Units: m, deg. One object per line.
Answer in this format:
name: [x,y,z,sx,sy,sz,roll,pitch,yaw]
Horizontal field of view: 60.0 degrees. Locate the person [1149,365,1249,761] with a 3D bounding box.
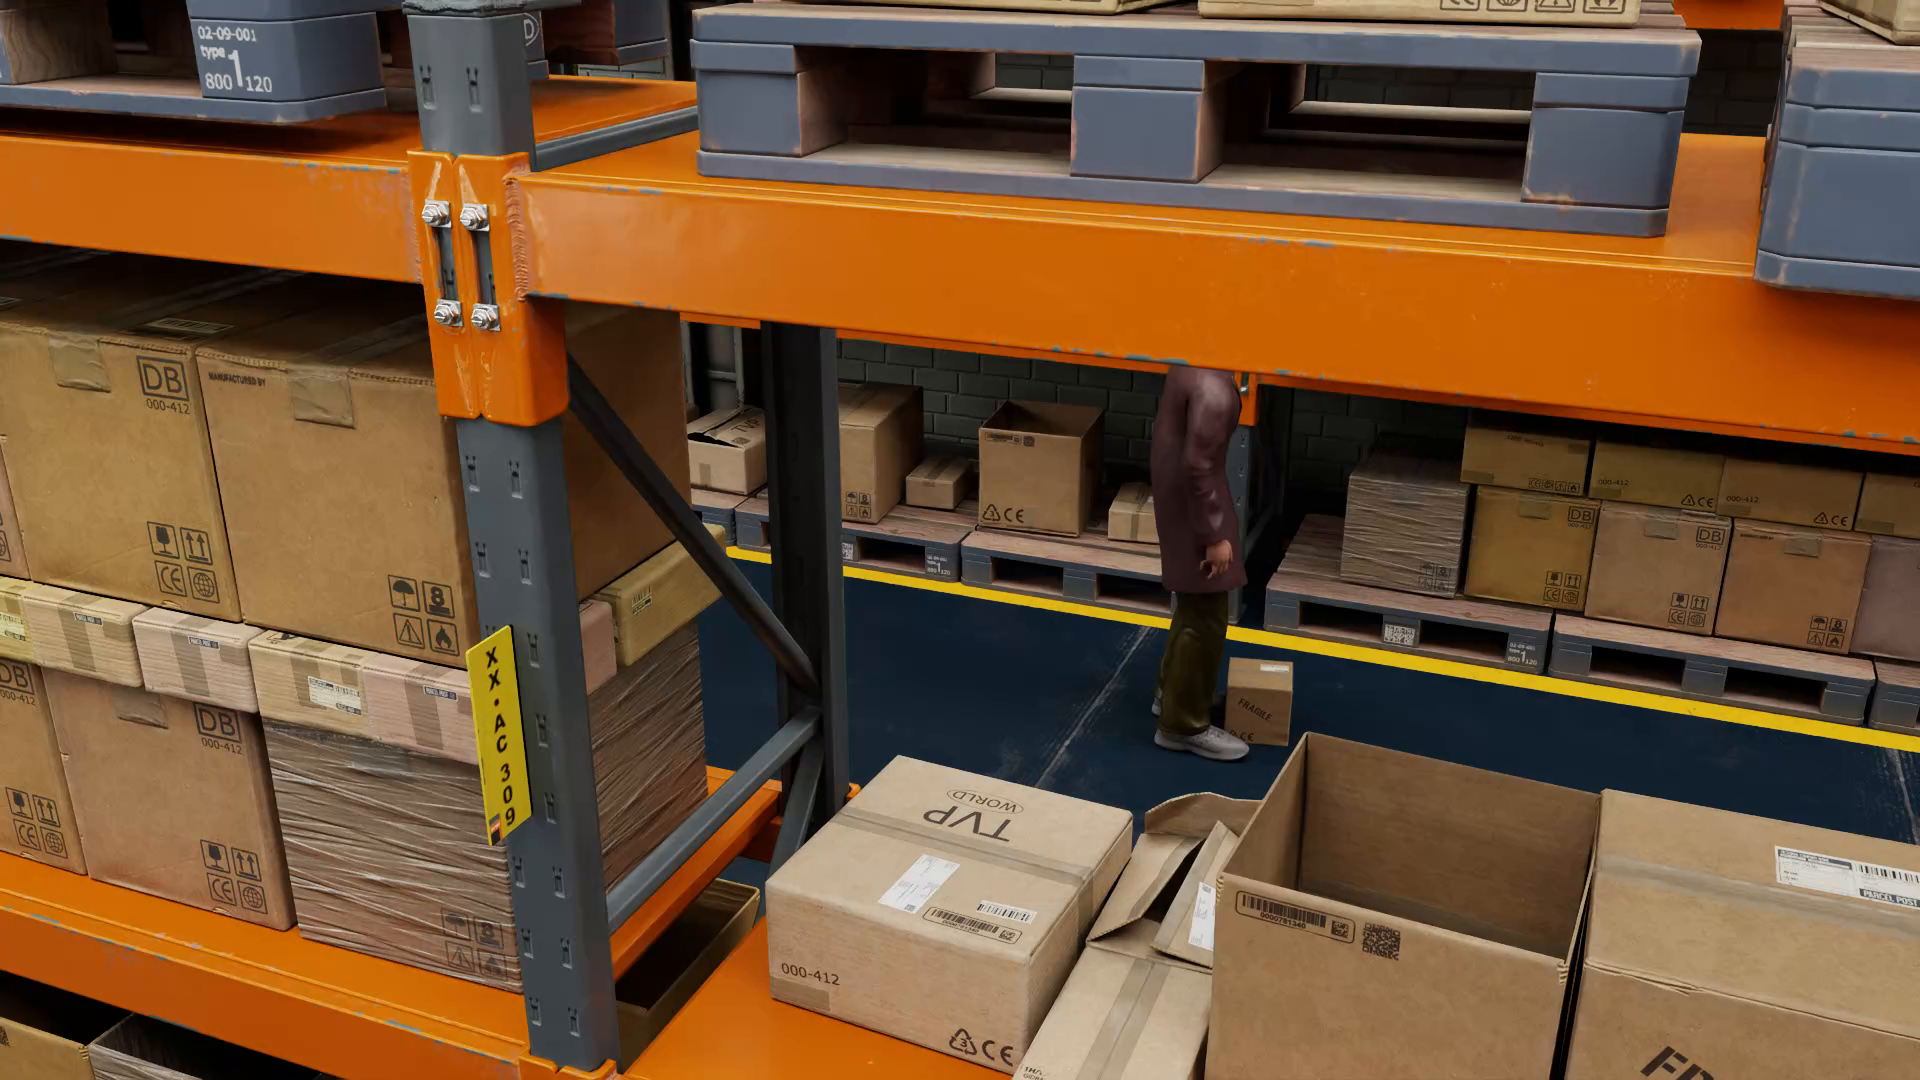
person: [0.937,-0.080,6.309,0.407,1.772,0.635,1,22,4]
